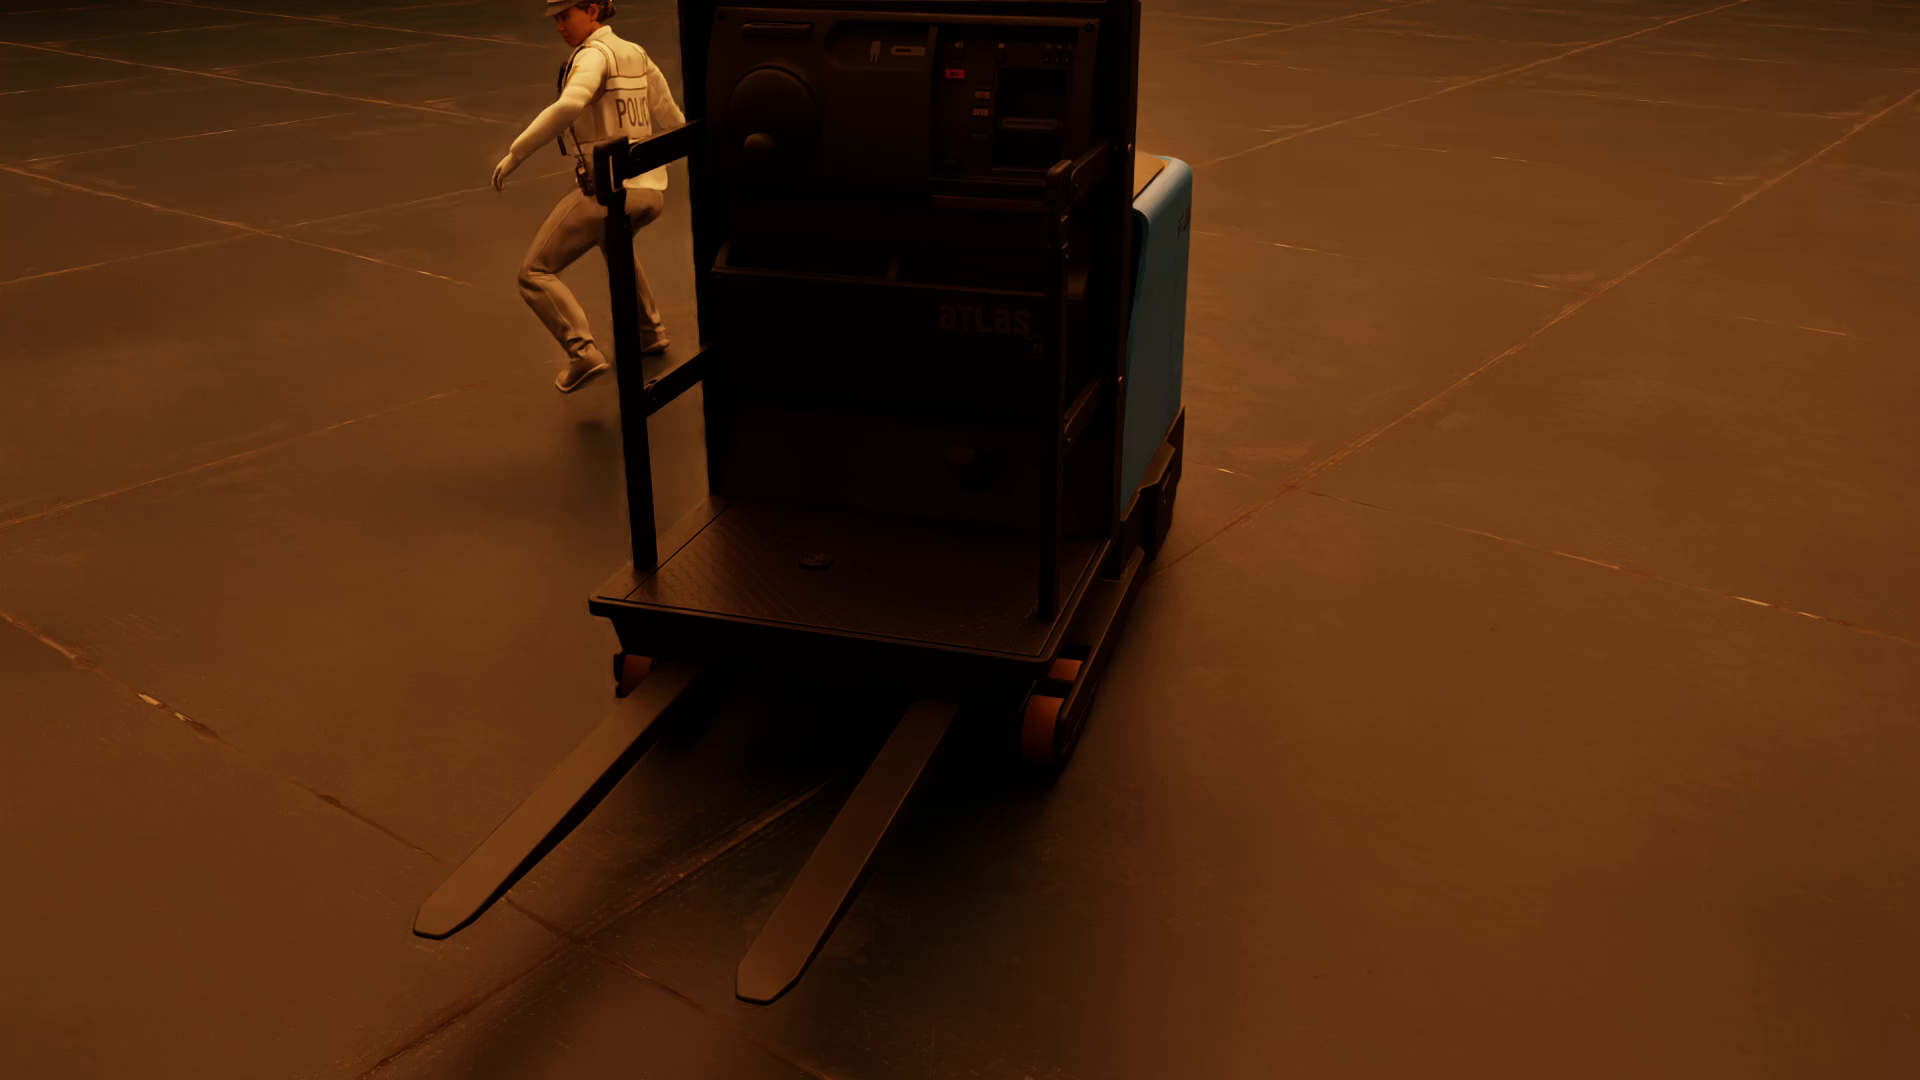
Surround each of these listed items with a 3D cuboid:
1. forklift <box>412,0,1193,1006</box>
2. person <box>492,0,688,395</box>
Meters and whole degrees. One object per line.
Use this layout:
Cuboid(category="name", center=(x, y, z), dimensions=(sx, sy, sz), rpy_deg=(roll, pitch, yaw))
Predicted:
Cuboid(category="forklift", center=(-0.202, -0.999, 3.634), dimensions=(1.130, 2.935, 3.031), rpy_deg=(7, 24, 15))
Cuboid(category="person", center=(-1.301, -1.312, 6.237), dimensions=(0.469, 1.573, 1.103), rpy_deg=(9, 25, 20))
